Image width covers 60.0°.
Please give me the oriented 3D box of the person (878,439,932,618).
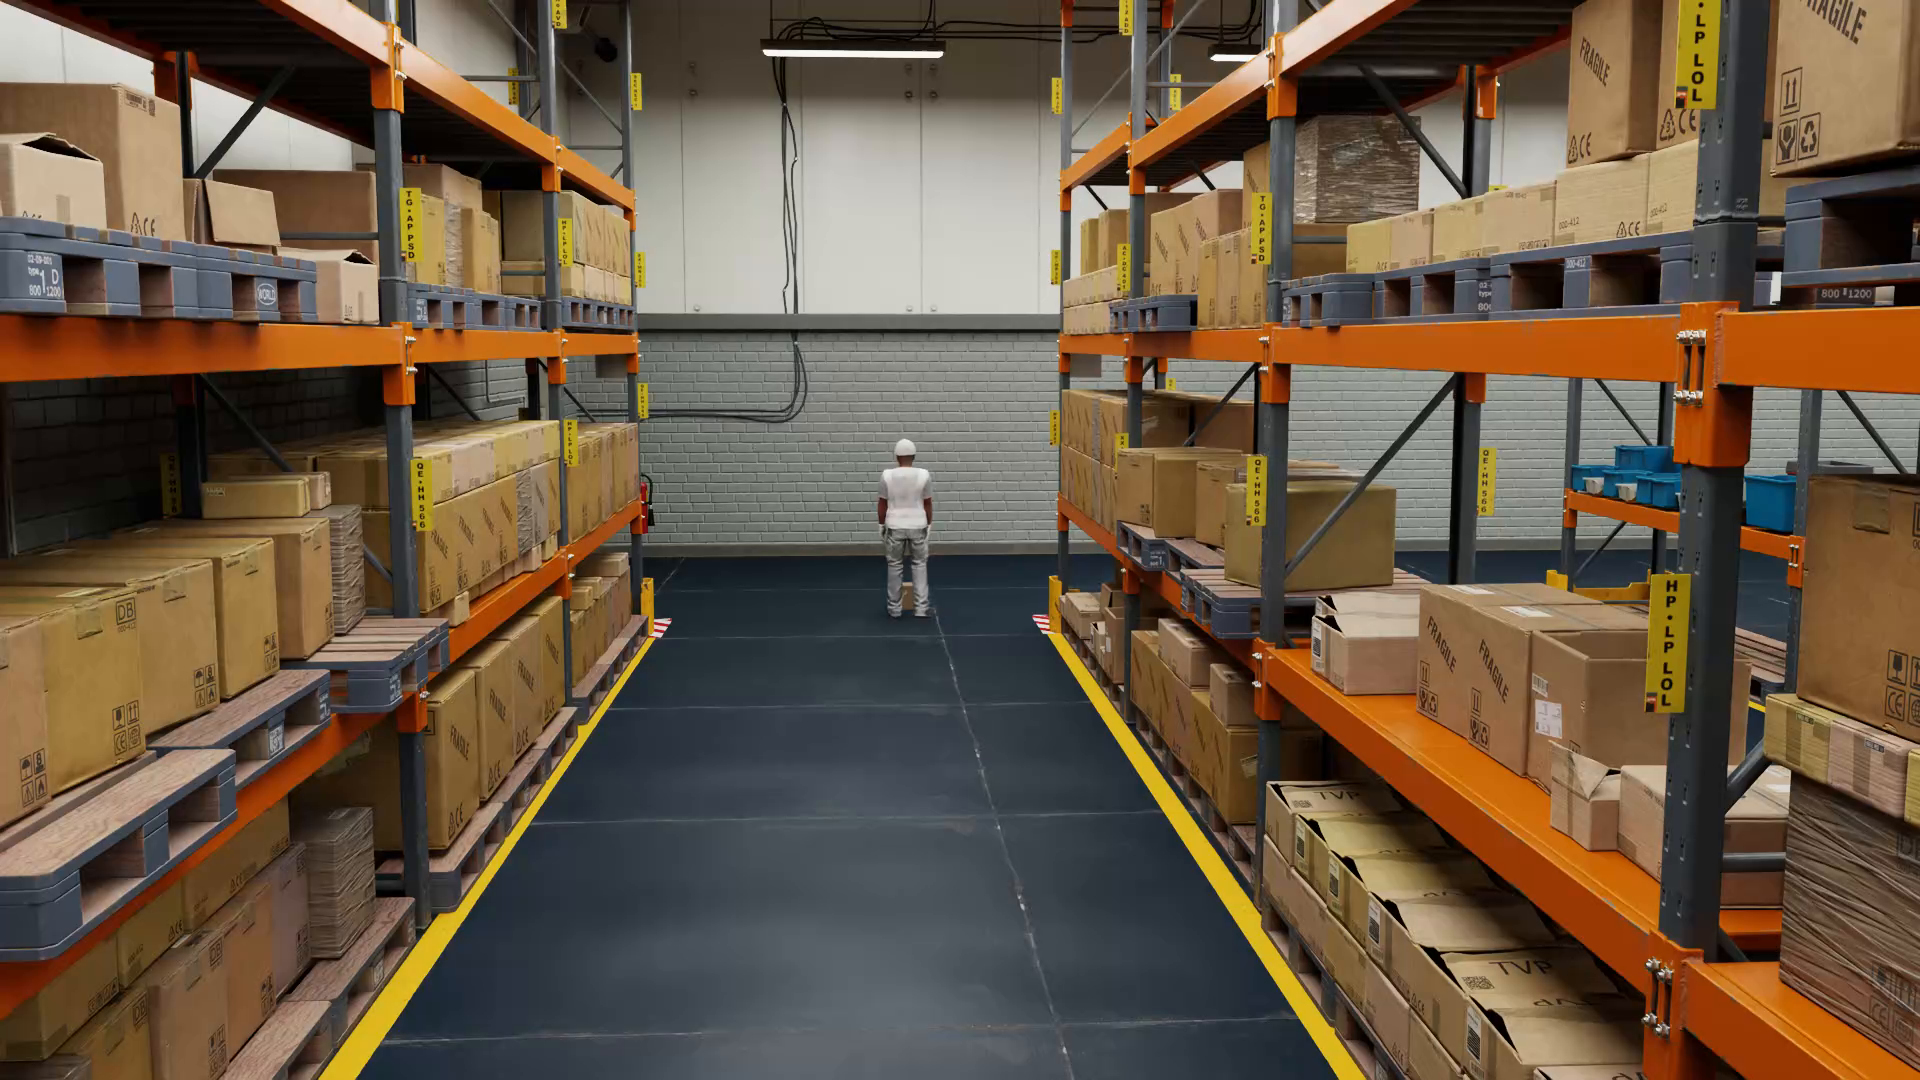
[{"bbox_3d":[-0.550,-0.112,16.667,0.545,1.795,0.356,0,7,-2],"label":"person"}]
